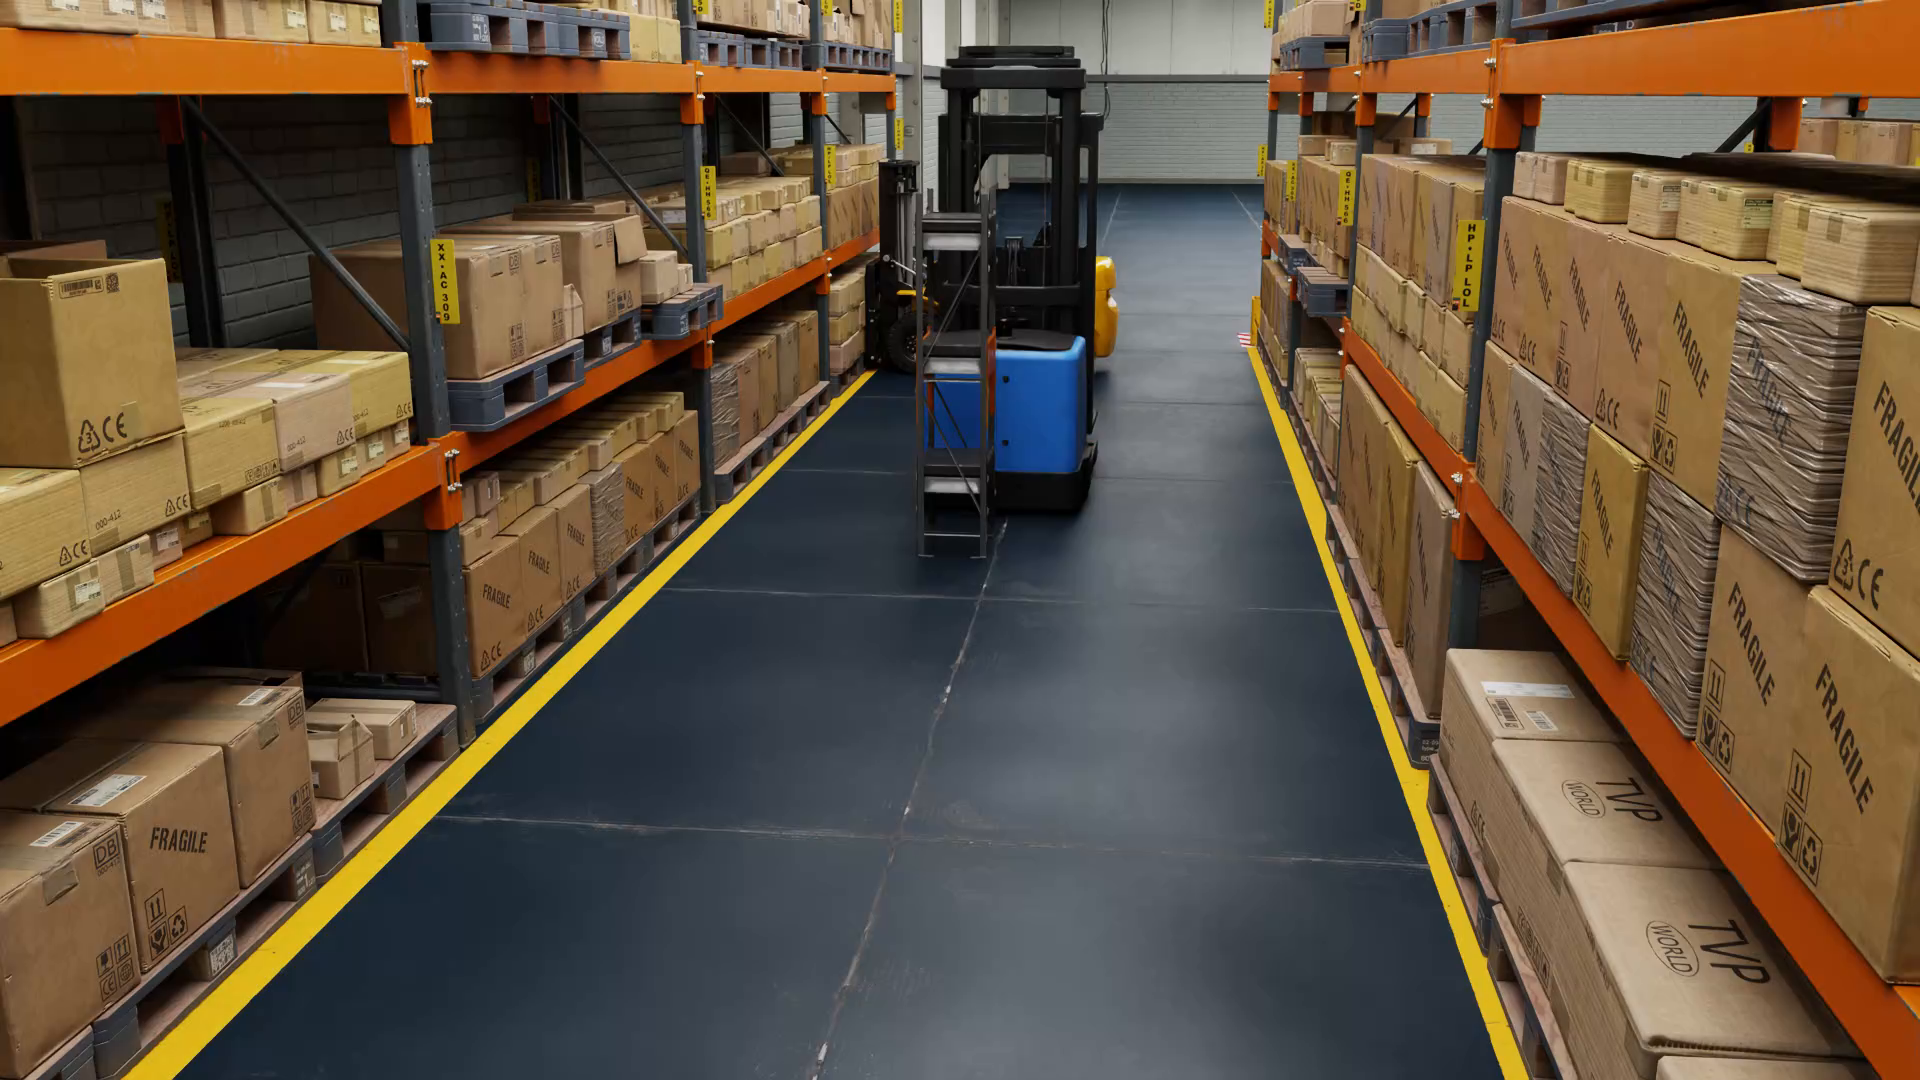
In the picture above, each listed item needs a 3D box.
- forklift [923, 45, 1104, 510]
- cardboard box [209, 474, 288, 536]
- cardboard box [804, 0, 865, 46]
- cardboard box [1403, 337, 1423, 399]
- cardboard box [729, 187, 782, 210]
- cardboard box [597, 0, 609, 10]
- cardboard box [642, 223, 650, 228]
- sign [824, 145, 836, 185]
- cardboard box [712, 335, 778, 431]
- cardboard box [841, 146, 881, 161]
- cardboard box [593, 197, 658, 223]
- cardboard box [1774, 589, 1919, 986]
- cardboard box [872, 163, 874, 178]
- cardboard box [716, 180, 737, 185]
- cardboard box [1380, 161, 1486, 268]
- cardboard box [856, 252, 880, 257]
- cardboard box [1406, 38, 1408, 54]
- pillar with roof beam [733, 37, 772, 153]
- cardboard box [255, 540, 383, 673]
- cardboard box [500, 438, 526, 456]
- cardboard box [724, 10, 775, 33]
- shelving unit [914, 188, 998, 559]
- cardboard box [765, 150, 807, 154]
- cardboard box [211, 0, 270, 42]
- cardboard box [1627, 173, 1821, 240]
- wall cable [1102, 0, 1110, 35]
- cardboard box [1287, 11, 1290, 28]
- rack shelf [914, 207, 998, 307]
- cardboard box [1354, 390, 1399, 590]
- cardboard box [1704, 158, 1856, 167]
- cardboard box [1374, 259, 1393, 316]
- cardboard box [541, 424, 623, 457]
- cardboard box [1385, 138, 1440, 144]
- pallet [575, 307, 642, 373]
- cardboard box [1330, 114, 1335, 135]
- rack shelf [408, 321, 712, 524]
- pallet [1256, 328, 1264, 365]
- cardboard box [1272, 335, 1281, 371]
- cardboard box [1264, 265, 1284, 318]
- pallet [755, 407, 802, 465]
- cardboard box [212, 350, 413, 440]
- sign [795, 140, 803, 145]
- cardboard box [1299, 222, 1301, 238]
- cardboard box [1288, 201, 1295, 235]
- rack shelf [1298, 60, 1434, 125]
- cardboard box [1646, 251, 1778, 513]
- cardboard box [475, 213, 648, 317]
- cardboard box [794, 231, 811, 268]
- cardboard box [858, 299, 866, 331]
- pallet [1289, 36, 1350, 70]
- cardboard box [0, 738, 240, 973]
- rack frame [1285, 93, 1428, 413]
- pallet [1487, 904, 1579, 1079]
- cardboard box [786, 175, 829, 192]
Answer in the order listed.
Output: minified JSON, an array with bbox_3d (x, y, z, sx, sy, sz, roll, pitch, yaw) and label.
[{"bbox_3d":[0.427,-1.942,11.731,1.130,2.935,3.031,2,15,7],"label":"forklift"},{"bbox_3d":[-2.406,-0.120,5.341,0.380,0.149,0.250,1,15,5],"label":"cardboard box"},{"bbox_3d":[-1.323,-4.928,15.700,0.797,0.503,0.637,2,15,8],"label":"cardboard box"},{"bbox_3d":[2.317,-0.771,7.553,0.500,0.250,0.500,1,15,5],"label":"cardboard box"},{"bbox_3d":[-1.533,-2.540,12.375,0.380,0.149,0.250,1,15,5],"label":"cardboard box"},{"bbox_3d":[-2.065,-2.846,8.716,0.380,0.149,0.250,2,15,7],"label":"cardboard box"},{"bbox_3d":[-2.324,-1.933,10.895,0.500,0.250,0.500,2,15,8],"label":"cardboard box"},{"bbox_3d":[-1.107,-3.184,14.125,0.100,0.325,0.005,2,15,6],"label":"sign"},{"bbox_3d":[-1.873,-1.202,12.605,0.875,0.625,0.625,1,15,4],"label":"cardboard box"},{"bbox_3d":[-1.026,-3.987,17.156,0.380,0.149,0.250,2,15,8],"label":"cardboard box"},{"bbox_3d":[-2.255,-2.228,11.221,0.380,0.149,0.250,2,15,6],"label":"cardboard box"},{"bbox_3d":[1.723,0.399,2.747,0.500,0.500,0.500,2,15,7],"label":"cardboard box"},{"bbox_3d":[-1.069,-3.711,16.704,0.380,0.149,0.250,1,15,4],"label":"cardboard box"},{"bbox_3d":[-2.011,-2.821,13.413,0.380,0.149,0.250,2,15,6],"label":"cardboard box"},{"bbox_3d":[2.415,-1.642,8.381,0.500,0.500,0.500,2,15,8],"label":"cardboard box"},{"bbox_3d":[-0.938,-2.944,17.851,0.500,0.250,0.500,2,15,8],"label":"cardboard box"},{"bbox_3d":[2.661,-2.909,9.909,0.380,0.149,0.250,2,15,6],"label":"cardboard box"},{"bbox_3d":[2.108,-6.330,16.331,9.100,9.000,0.400,2,15,6],"label":"pillar with roof beam"},{"bbox_3d":[-2.788,0.266,7.417,0.500,0.500,0.500,2,15,6],"label":"cardboard box"},{"bbox_3d":[-2.560,-0.486,8.954,0.380,0.149,0.250,2,15,7],"label":"cardboard box"},{"bbox_3d":[-1.557,-3.761,12.062,0.380,0.149,0.250,2,15,6],"label":"cardboard box"},{"bbox_3d":[-0.019,-0.971,9.729,0.431,2.100,0.503,2,15,6],"label":"shelving unit"},{"bbox_3d":[-1.675,-3.670,15.983,0.380,0.149,0.250,2,15,8],"label":"cardboard box"},{"bbox_3d":[-2.399,-1.631,5.181,0.380,0.149,0.250,2,15,6],"label":"cardboard box"},{"bbox_3d":[1.898,-0.832,4.144,0.380,0.149,0.250,2,15,6],"label":"cardboard box"},{"bbox_3d":[5.550,-15.822,47.708,3.097,2.526,0.112,2,15,6],"label":"wall cable"},{"bbox_3d":[3.184,-4.737,15.141,0.380,0.149,0.250,2,15,7],"label":"cardboard box"},{"bbox_3d":[-0.019,-1.633,9.550,0.431,0.518,0.480,2,15,6],"label":"rack shelf"},{"bbox_3d":[2.569,-0.264,8.656,0.875,0.875,0.875,2,15,7],"label":"cardboard box"},{"bbox_3d":[2.488,-1.082,5.068,0.380,0.149,0.250,2,15,6],"label":"cardboard box"},{"bbox_3d":[2.403,-1.276,8.465,0.500,0.250,0.500,2,15,6],"label":"cardboard box"},{"bbox_3d":[-2.079,-0.543,9.164,0.380,0.149,0.250,1,15,5],"label":"cardboard box"},{"bbox_3d":[3.393,-2.934,12.458,0.380,0.149,0.250,1,15,5],"label":"cardboard box"},{"bbox_3d":[-2.313,-1.042,8.639,1.003,0.211,1.213,2,15,6],"label":"pallet"},{"bbox_3d":[3.713,-3.575,14.961,0.700,0.500,0.500,1,15,5],"label":"cardboard box"},{"bbox_3d":[-2.324,-0.774,8.655,1.077,0.370,4.000,2,15,6],"label":"rack shelf"},{"bbox_3d":[3.601,-1.994,17.131,1.003,0.211,1.213,2,15,6],"label":"pallet"},{"bbox_3d":[3.135,-1.707,15.191,0.500,0.250,0.500,1,15,5],"label":"cardboard box"},{"bbox_3d":[3.314,-2.464,16.553,0.500,0.500,0.500,1,15,4],"label":"cardboard box"},{"bbox_3d":[-1.827,-0.821,12.796,1.003,0.211,1.213,2,15,6],"label":"pallet"},{"bbox_3d":[-2.365,-0.534,6.108,0.500,0.250,0.500,2,15,8],"label":"cardboard box"},{"bbox_3d":[-1.747,-4.189,18.096,0.100,0.325,0.005,2,15,6],"label":"sign"},{"bbox_3d":[2.909,-2.479,13.261,0.380,0.149,0.250,2,15,7],"label":"cardboard box"},{"bbox_3d":[3.088,-2.846,14.180,0.500,0.500,0.500,1,15,5],"label":"cardboard box"},{"bbox_3d":[3.060,-3.114,11.563,1.077,0.370,4.000,2,15,6],"label":"rack shelf"},{"bbox_3d":[1.838,-0.347,3.592,0.500,0.500,0.500,2,15,6],"label":"cardboard box"},{"bbox_3d":[-2.099,-1.463,8.825,0.797,0.503,0.637,1,15,5],"label":"cardboard box"},{"bbox_3d":[-1.495,-2.336,13.341,0.500,0.250,0.500,2,15,6],"label":"cardboard box"},{"bbox_3d":[-1.163,-2.171,15.949,0.500,0.250,0.500,2,15,6],"label":"cardboard box"},{"bbox_3d":[2.996,-3.463,11.836,1.213,0.211,1.003,2,15,6],"label":"pallet"},{"bbox_3d":[-2.544,0.929,4.966,0.500,0.500,0.500,2,15,7],"label":"cardboard box"},{"bbox_3d":[3.285,-2.532,13.779,1.000,3.000,0.127,2,15,6],"label":"rack frame"},{"bbox_3d":[2.084,1.401,4.575,1.003,0.211,1.213,2,15,6],"label":"pallet"},{"bbox_3d":[-1.350,-3.113,14.495,0.380,0.149,0.250,1,15,5],"label":"cardboard box"}]
